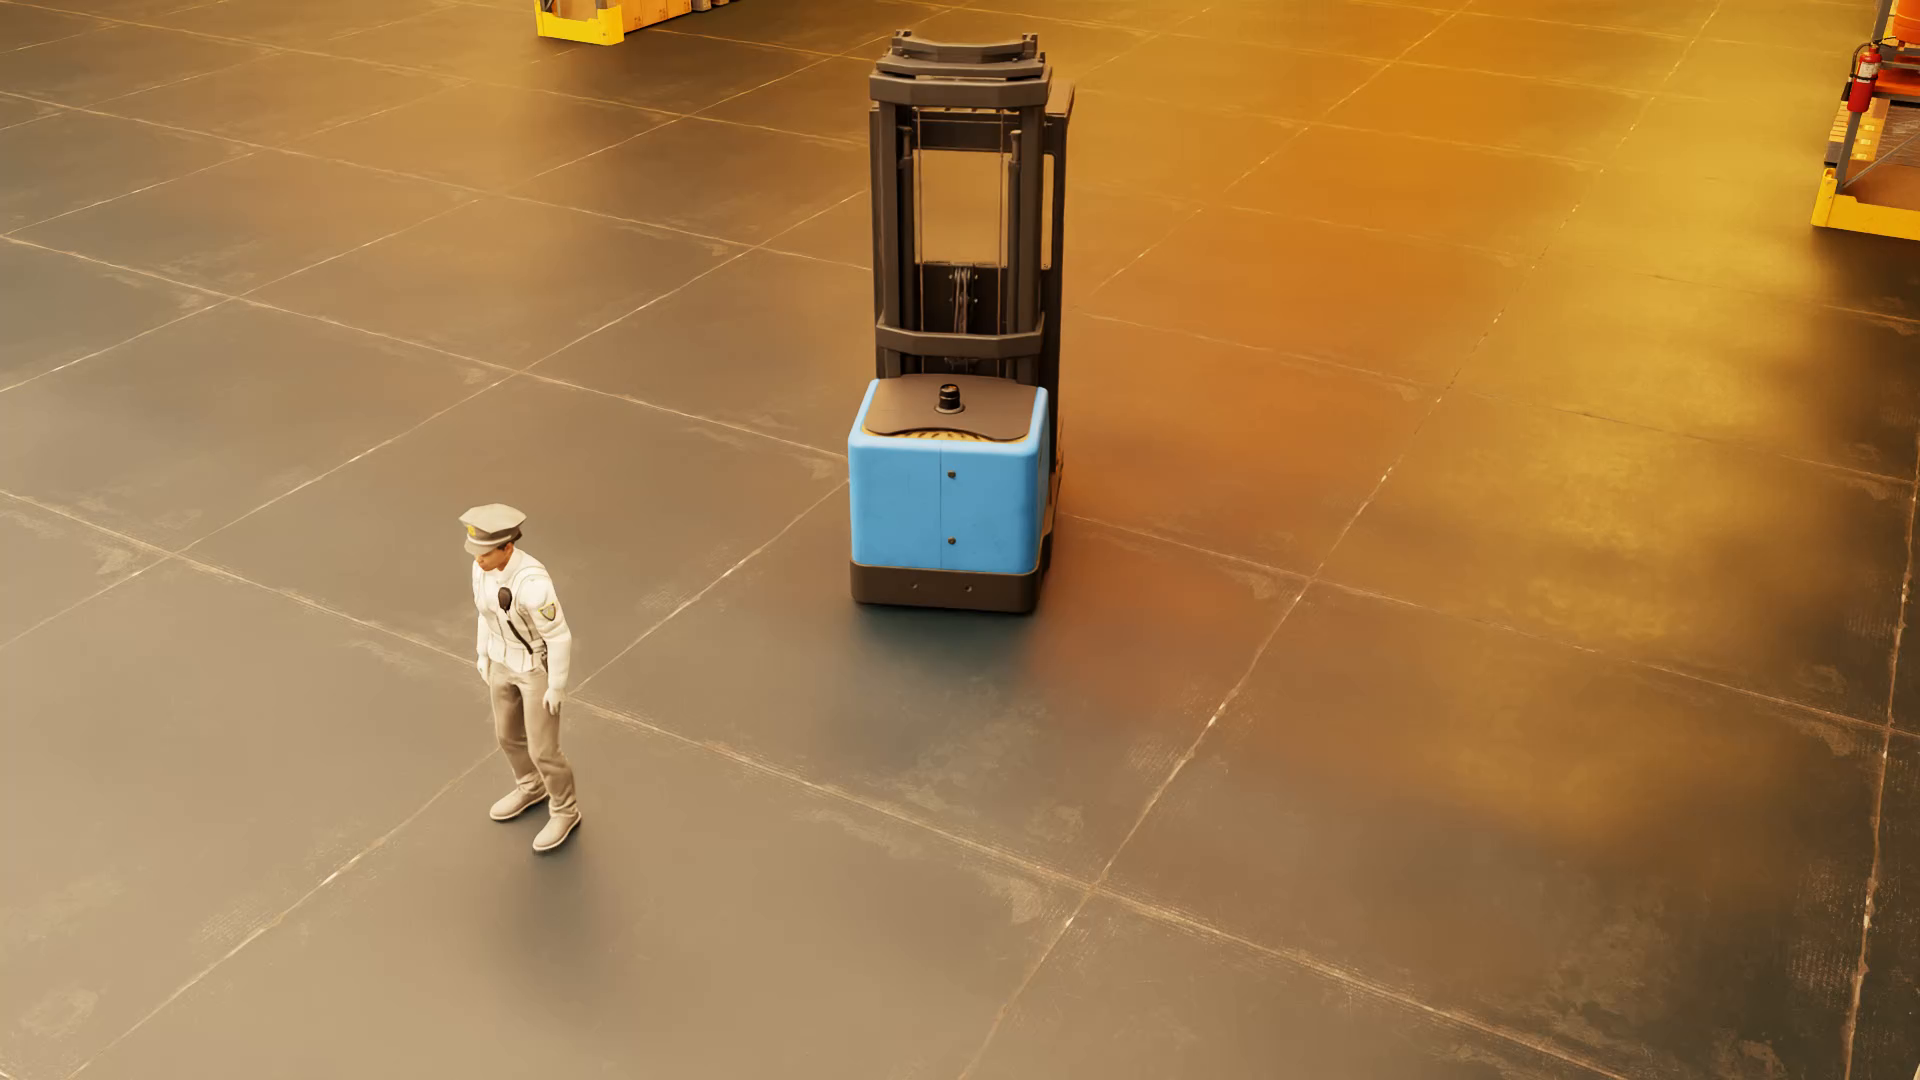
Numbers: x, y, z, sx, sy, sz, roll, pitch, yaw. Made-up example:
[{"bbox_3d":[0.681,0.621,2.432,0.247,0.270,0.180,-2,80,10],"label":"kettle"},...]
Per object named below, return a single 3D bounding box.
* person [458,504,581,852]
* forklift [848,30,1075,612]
[{"bbox_3d":[-1.928,0.581,7.341,0.532,1.666,0.373,21,36,31],"label":"person"},{"bbox_3d":[0.075,-1.584,9.815,1.130,2.935,3.031,3,30,6],"label":"forklift"}]
